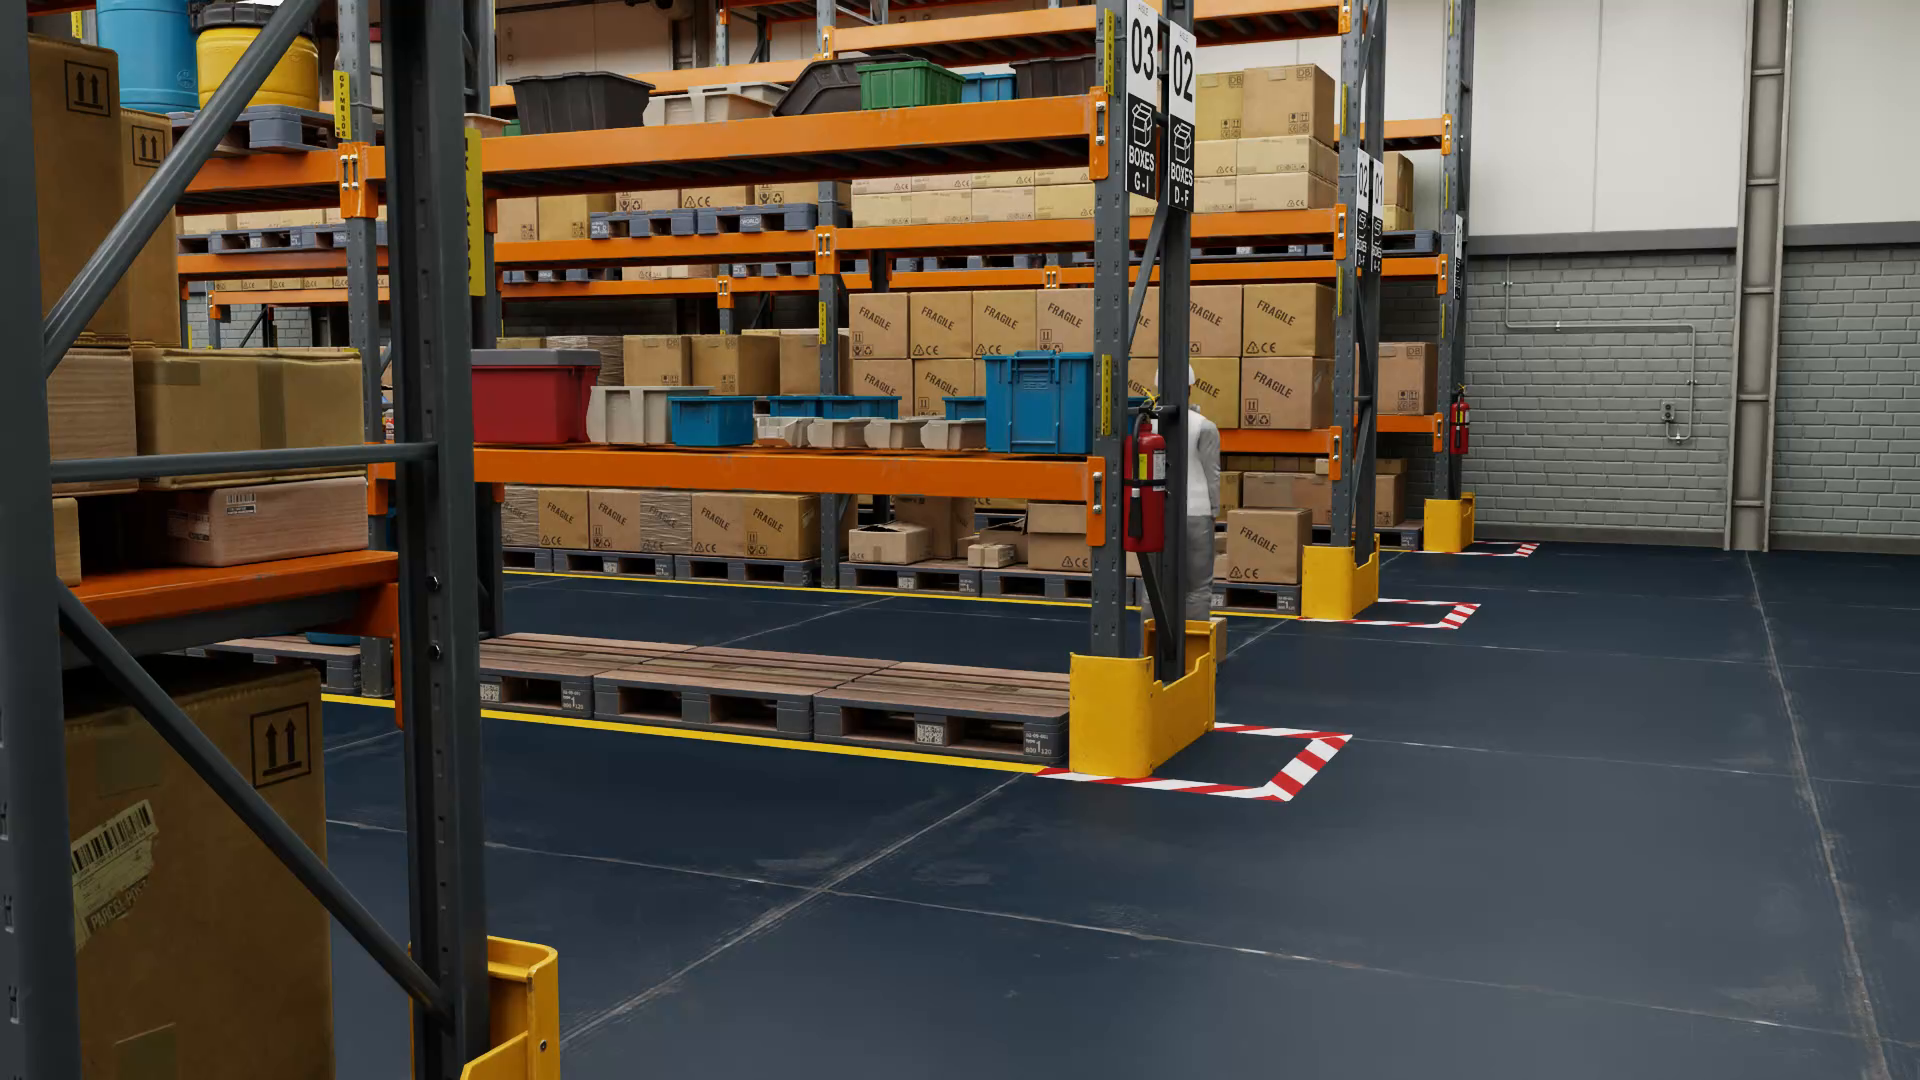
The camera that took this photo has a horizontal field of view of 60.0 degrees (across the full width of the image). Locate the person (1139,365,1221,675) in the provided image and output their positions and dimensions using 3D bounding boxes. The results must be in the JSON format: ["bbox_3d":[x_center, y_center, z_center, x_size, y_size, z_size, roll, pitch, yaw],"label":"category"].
[{"bbox_3d":[1.189,-0.124,9.214,0.532,1.767,0.360,3,6,25],"label":"person"}]
